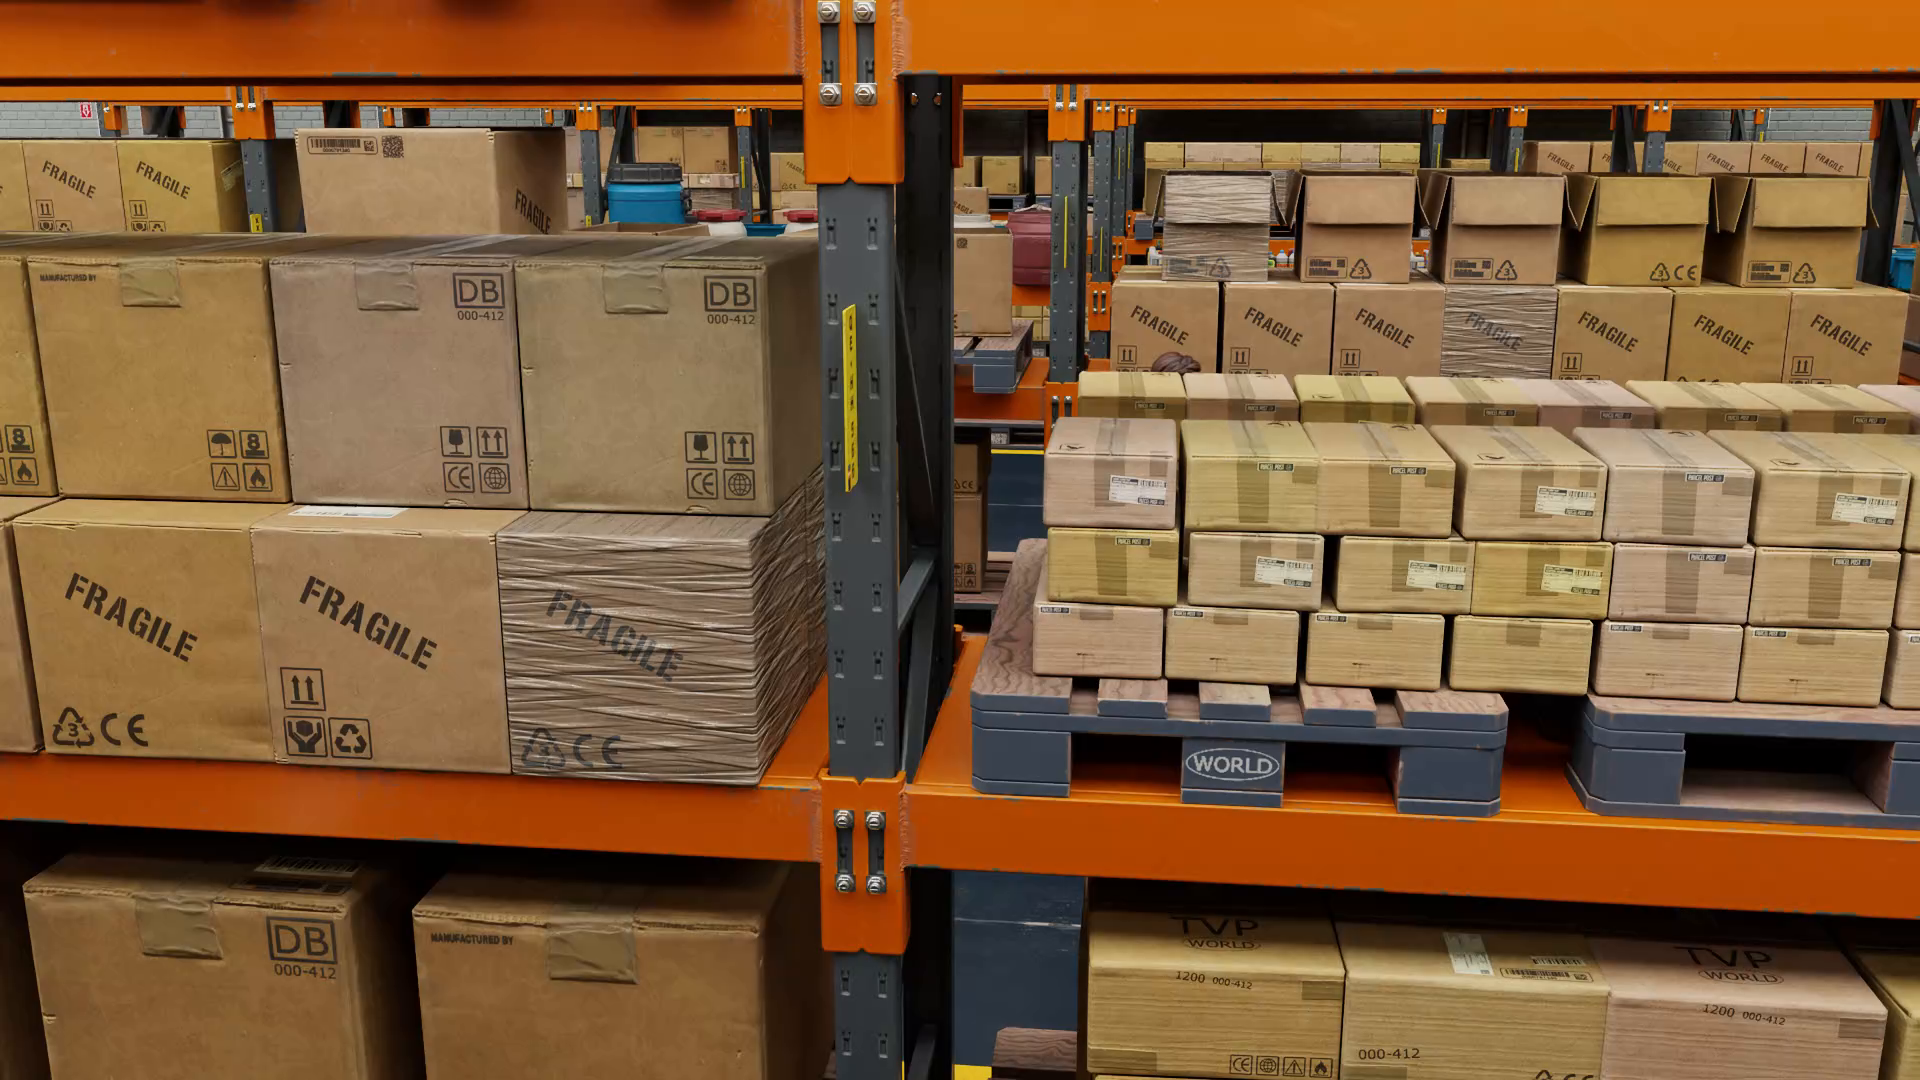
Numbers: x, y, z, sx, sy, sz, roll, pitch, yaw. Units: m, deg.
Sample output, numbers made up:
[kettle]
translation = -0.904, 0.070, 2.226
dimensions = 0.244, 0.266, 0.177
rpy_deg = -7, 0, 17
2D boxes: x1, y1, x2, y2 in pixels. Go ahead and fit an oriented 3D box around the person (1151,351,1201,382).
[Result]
[person]
translation = 0.816, 0.076, 6.712
dimensions = 0.405, 1.673, 0.502
rpy_deg = 1, 14, 6
